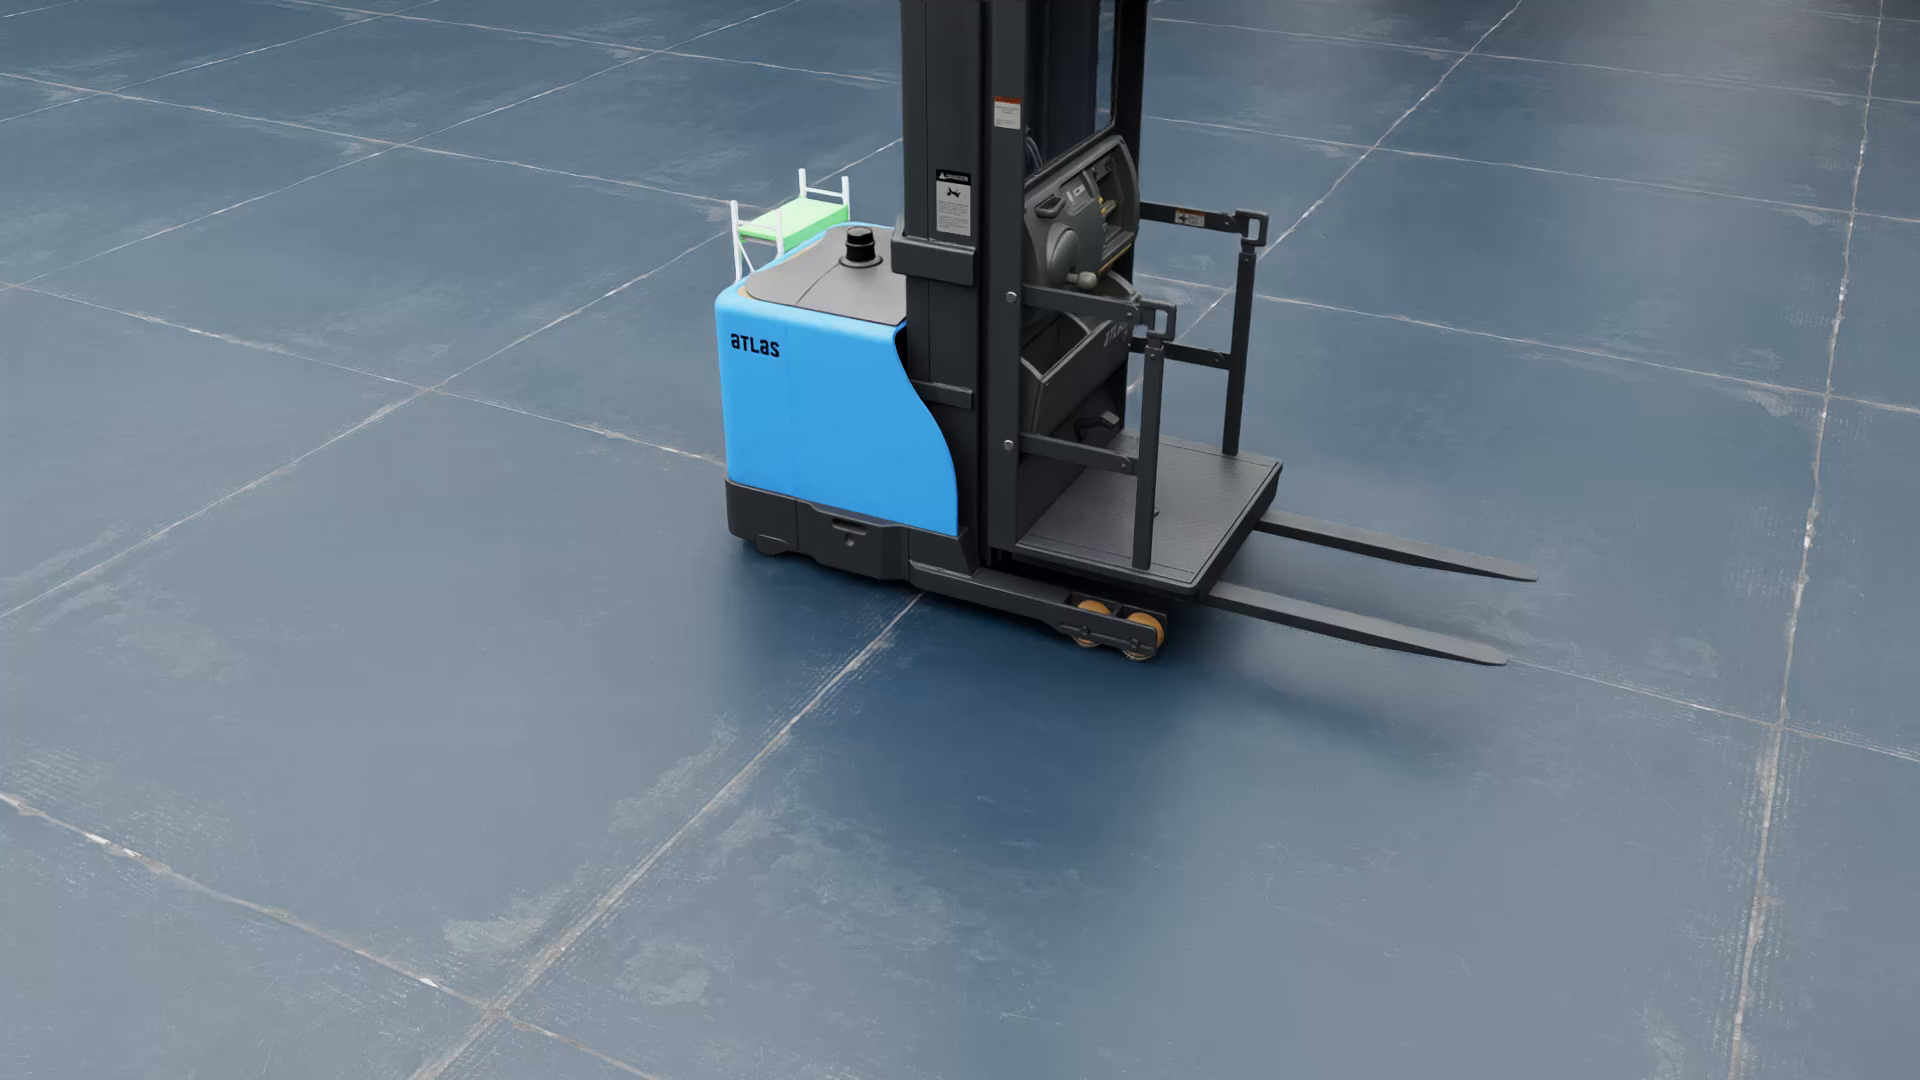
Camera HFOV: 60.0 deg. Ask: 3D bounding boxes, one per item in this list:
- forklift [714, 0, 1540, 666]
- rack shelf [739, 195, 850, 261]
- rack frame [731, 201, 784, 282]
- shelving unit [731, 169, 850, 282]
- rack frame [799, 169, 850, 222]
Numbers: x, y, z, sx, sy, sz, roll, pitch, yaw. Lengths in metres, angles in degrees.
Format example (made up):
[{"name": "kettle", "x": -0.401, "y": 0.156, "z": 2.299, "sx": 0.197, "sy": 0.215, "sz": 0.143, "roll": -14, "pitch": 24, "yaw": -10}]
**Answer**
[{"name": "forklift", "x": 0.619, "y": -1.141, "z": 5.794, "sx": 3.031, "sy": 2.935, "sz": 1.130, "roll": 14, "pitch": 33, "yaw": 23}, {"name": "rack shelf", "x": -0.698, "y": -1.288, "z": 6.952, "sx": 0.258, "sy": 0.148, "sz": 0.480, "roll": 15, "pitch": 33, "yaw": 26}, {"name": "rack frame", "x": -0.816, "y": -0.821, "z": 6.974, "sx": 0.240, "sy": 1.200, "sz": 0.015, "roll": 15, "pitch": 33, "yaw": 26}, {"name": "shelving unit", "x": -0.696, "y": -0.927, "z": 7.158, "sx": 0.258, "sy": 1.200, "sz": 0.503, "roll": 15, "pitch": 33, "yaw": 26}, {"name": "rack frame", "x": -0.575, "y": -1.033, "z": 7.342, "sx": 0.240, "sy": 1.200, "sz": 0.015, "roll": 15, "pitch": 33, "yaw": 26}]
